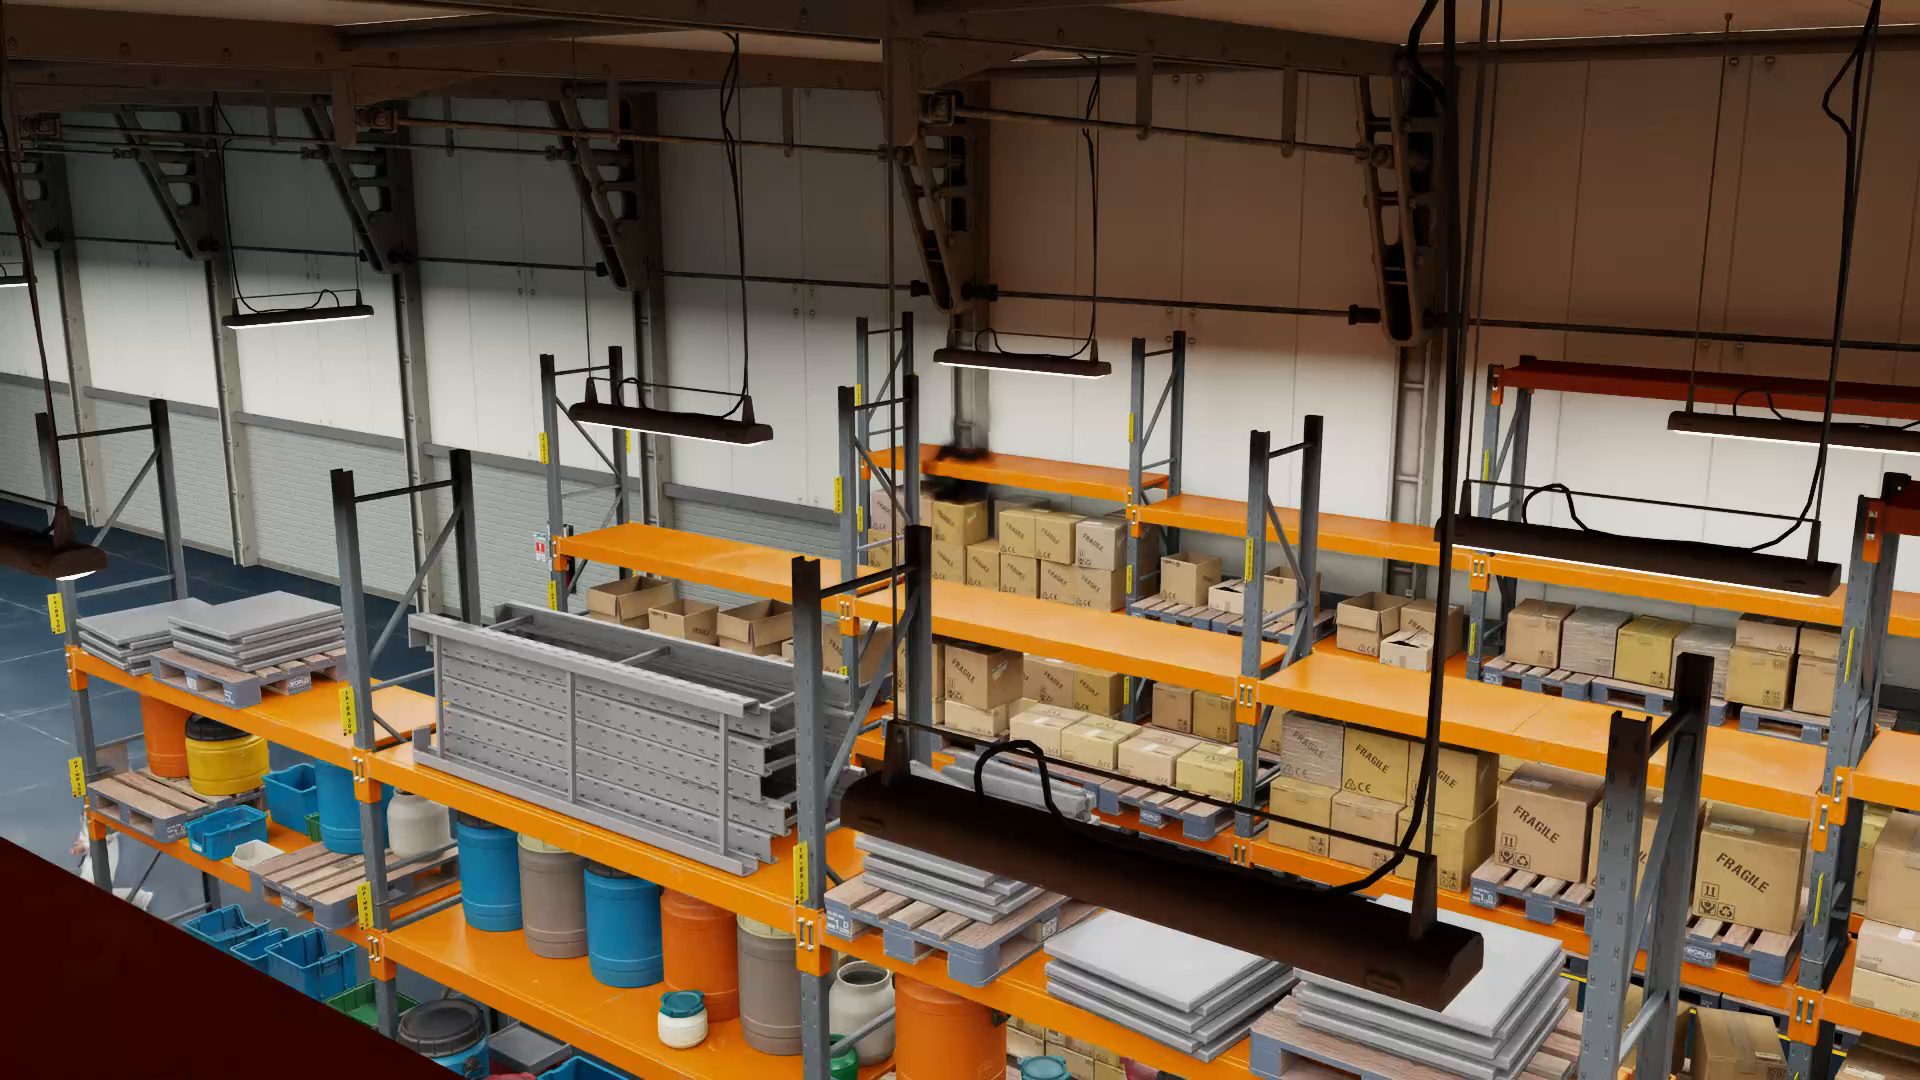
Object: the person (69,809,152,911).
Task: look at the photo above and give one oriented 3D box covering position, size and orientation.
[{"bbox_3d":[-8.897,3.268,17.345,0.753,1.730,0.713,-6,14,-24],"label":"person"}]
